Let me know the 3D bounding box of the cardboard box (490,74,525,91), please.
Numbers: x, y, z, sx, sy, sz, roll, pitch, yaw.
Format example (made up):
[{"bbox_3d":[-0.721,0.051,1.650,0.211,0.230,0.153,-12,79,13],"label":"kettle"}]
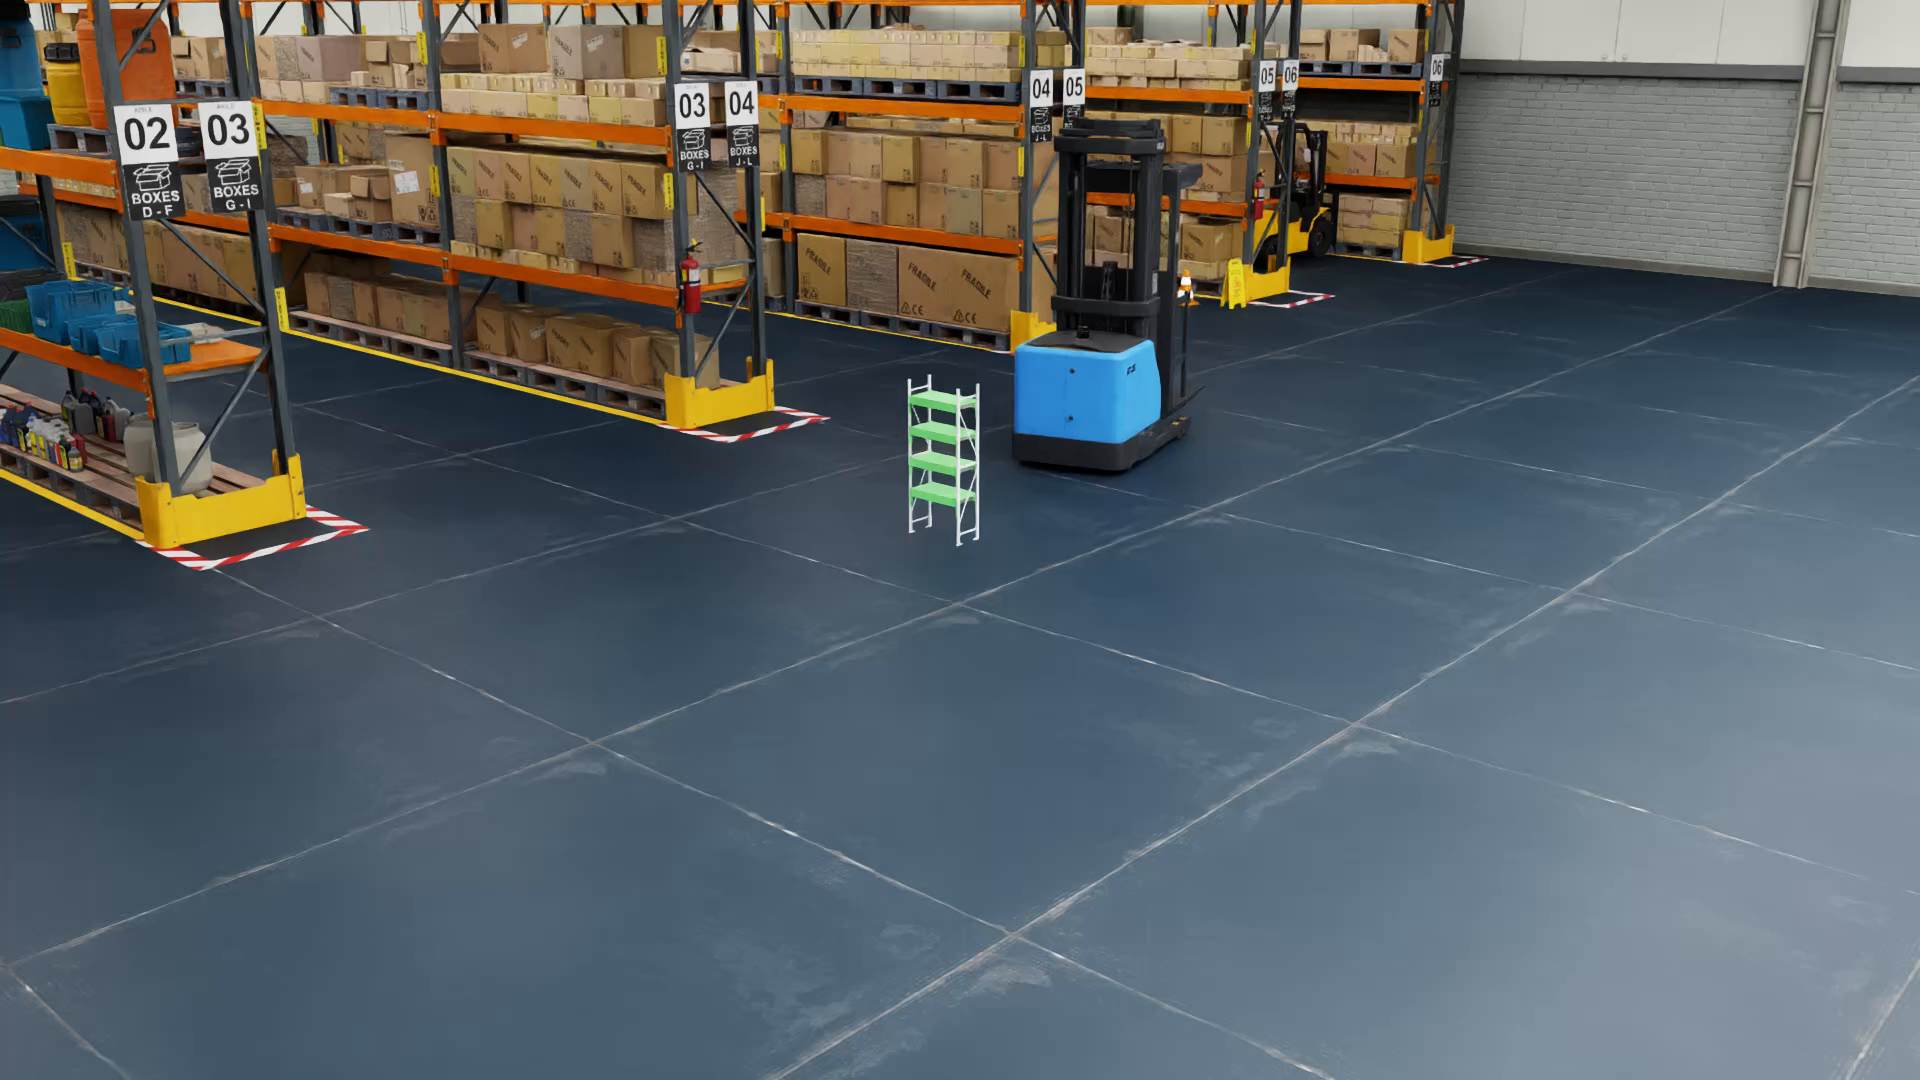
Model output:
[{"bbox_3d":[-4.611,-4.717,17.146,0.250,0.149,0.380,16,24,41],"label":"cardboard box"}]

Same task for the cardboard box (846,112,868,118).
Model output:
[{"bbox_3d":[-1.916,-7.164,28.410,0.500,0.500,0.500,14,22,37],"label":"cardboard box"}]

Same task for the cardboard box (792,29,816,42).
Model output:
[{"bbox_3d":[-1.881,-6.330,20.879,0.250,0.149,0.380,15,23,40],"label":"cardboard box"}]

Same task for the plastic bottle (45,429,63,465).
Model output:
[{"bbox_3d":[-7.530,-0.783,13.894,0.135,0.276,0.152,14,22,38],"label":"plastic bottle"}]

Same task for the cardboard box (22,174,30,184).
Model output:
[{"bbox_3d":[-14.224,-5.584,25.664,0.250,0.149,0.380,15,23,40],"label":"cardboard box"}]

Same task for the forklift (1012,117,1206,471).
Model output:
[{"bbox_3d":[1.541,-2.391,15.301,1.130,2.935,3.031,8,19,24],"label":"forklift"}]

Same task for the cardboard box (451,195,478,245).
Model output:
[{"bbox_3d":[-5.000,-3.526,18.105,0.500,0.500,0.875,15,23,39],"label":"cardboard box"}]

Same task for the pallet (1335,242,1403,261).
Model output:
[{"bbox_3d":[6.966,-4.818,27.445,1.213,0.211,1.003,15,23,39],"label":"pallet"}]

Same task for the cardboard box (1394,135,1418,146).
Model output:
[{"bbox_3d":[7.121,-6.366,26.476,0.250,0.149,0.380,15,23,40],"label":"cardboard box"}]

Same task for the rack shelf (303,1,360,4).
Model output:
[{"bbox_3d":[-9.407,-9.065,27.495,4.000,0.370,1.077,15,23,39],"label":"rack shelf"}]

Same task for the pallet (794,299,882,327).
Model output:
[{"bbox_3d":[-1.411,-3.043,21.851,1.213,0.211,1.003,15,23,39],"label":"pallet"}]

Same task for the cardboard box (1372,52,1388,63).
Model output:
[{"bbox_3d":[6.745,-7.659,26.383,0.250,0.149,0.380,14,22,38],"label":"cardboard box"}]

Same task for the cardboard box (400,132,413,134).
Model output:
[{"bbox_3d":[-8.848,-6.476,27.401,0.500,0.500,0.500,14,23,38],"label":"cardboard box"}]

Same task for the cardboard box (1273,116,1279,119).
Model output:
[{"bbox_3d":[5.381,-7.200,28.609,0.250,0.149,0.380,15,23,39],"label":"cardboard box"}]

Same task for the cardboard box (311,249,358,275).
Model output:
[{"bbox_3d":[-7.766,-3.492,20.821,0.500,0.250,0.500,16,24,41],"label":"cardboard box"}]

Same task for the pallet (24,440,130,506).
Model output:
[{"bbox_3d":[-7.192,-0.602,14.159,1.213,0.211,1.003,15,23,39],"label":"pallet"}]

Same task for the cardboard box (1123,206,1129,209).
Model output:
[{"bbox_3d":[3.038,-6.285,30.688,0.625,0.625,0.875,14,22,37],"label":"cardboard box"}]

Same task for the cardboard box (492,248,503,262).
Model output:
[{"bbox_3d":[-4.757,-3.065,17.725,0.250,0.149,0.380,15,23,39],"label":"cardboard box"}]

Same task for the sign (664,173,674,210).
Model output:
[{"bbox_3d":[-2.687,-3.218,15.358,0.005,0.325,0.100,15,23,39],"label":"sign"}]

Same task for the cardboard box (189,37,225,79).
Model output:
[{"bbox_3d":[-9.495,-6.181,21.310,0.500,0.500,0.500,17,24,42],"label":"cardboard box"}]

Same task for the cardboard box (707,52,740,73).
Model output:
[{"bbox_3d":[-2.997,-6.347,22.081,0.500,0.250,0.500,15,23,39],"label":"cardboard box"}]

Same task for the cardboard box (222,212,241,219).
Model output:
[{"bbox_3d":[-9.190,-4.436,21.465,0.500,0.500,0.500,15,23,39],"label":"cardboard box"}]

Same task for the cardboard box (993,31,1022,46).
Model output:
[{"bbox_3d":[0.587,-5.668,18.792,0.250,0.149,0.380,15,23,40],"label":"cardboard box"}]

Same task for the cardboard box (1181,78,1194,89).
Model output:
[{"bbox_3d":[3.292,-6.367,23.173,0.250,0.149,0.380,15,23,40],"label":"cardboard box"}]

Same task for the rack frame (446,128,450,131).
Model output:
[{"bbox_3d":[-7.911,-6.149,27.028,0.127,3.000,1.000,15,23,39],"label":"rack frame"}]

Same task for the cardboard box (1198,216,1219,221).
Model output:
[{"bbox_3d":[3.442,-4.460,24.317,0.500,0.500,0.500,14,22,37],"label":"cardboard box"}]

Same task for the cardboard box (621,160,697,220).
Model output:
[{"bbox_3d":[-2.879,-3.358,15.924,0.500,0.500,0.500,15,23,39],"label":"cardboard box"}]

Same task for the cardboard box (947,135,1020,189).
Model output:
[{"bbox_3d":[0.340,-4.498,19.794,0.550,0.550,0.875,15,23,39],"label":"cardboard box"}]

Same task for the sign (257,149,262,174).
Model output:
[{"bbox_3d":[-8.653,-4.669,20.452,0.005,0.325,0.100,15,23,39],"label":"sign"}]

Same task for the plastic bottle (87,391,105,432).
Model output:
[{"bbox_3d":[-7.767,-1.165,14.974,0.185,0.351,0.144,14,22,37],"label":"plastic bottle"}]

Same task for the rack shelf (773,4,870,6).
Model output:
[{"bbox_3d":[-2.905,-11.329,34.629,4.000,0.370,1.077,15,23,39],"label":"rack shelf"}]

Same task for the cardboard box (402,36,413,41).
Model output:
[{"bbox_3d":[-8.742,-8.027,26.748,0.250,0.149,0.380,15,23,39],"label":"cardboard box"}]

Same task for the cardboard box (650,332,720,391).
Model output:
[{"bbox_3d":[-2.760,-1.775,16.685,0.500,0.500,0.500,-13,22,-36],"label":"cardboard box"}]

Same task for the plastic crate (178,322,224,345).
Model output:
[{"bbox_3d":[-6.047,-1.644,13.268,0.250,0.136,0.298,15,23,39],"label":"plastic crate"}]

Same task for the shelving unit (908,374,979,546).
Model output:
[{"bbox_3d":[-0.124,-0.605,12.535,0.503,1.200,0.258,15,23,39],"label":"shelving unit"}]

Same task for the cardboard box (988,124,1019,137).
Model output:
[{"bbox_3d":[0.785,-6.113,25.564,0.500,0.500,0.500,15,23,38],"label":"cardboard box"}]

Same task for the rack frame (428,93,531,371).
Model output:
[{"bbox_3d":[-5.295,-3.441,18.494,0.127,3.000,1.000,15,23,39],"label":"rack frame"}]

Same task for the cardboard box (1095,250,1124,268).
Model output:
[{"bbox_3d":[2.350,-4.182,24.682,0.500,0.250,0.500,15,23,39],"label":"cardboard box"}]

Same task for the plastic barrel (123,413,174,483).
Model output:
[{"bbox_3d":[-6.509,-0.747,13.424,0.421,0.512,0.421,0,18,0],"label":"plastic barrel"}]

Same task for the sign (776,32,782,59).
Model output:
[{"bbox_3d":[-2.281,-6.244,20.994,0.005,0.325,0.100,15,23,39],"label":"sign"}]

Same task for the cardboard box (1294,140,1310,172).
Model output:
[{"bbox_3d":[5.875,-6.398,27.647,0.500,0.500,0.500,15,23,40],"label":"cardboard box"}]

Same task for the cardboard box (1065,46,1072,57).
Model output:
[{"bbox_3d":[1.707,-7.135,24.274,0.250,0.149,0.380,14,22,38],"label":"cardboard box"}]

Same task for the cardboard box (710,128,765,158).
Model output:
[{"bbox_3d":[-3.067,-5.369,22.754,0.500,0.500,0.700,15,23,40],"label":"cardboard box"}]

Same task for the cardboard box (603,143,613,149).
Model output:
[{"bbox_3d":[-5.140,-5.847,24.815,0.250,0.149,0.380,15,23,39],"label":"cardboard box"}]

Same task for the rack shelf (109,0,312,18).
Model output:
[{"bbox_3d":[-9.783,-6.971,21.552,4.000,0.370,1.077,15,23,39],"label":"rack shelf"}]

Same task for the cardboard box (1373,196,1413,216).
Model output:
[{"bbox_3d":[7.015,-5.391,26.840,0.500,0.250,0.500,16,24,41],"label":"cardboard box"}]

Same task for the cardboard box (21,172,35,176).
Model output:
[{"bbox_3d":[-14.091,-5.763,25.568,0.500,0.250,0.500,14,23,38],"label":"cardboard box"}]

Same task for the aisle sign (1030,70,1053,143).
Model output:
[{"bbox_3d":[0.918,-4.896,18.784,0.004,0.787,0.394,15,23,39],"label":"aisle sign"}]

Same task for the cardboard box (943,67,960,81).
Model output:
[{"bbox_3d":[0.021,-5.440,19.392,0.250,0.149,0.380,15,23,40],"label":"cardboard box"}]

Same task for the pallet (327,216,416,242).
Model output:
[{"bbox_3d":[-6.779,-3.764,19.831,1.213,0.211,1.003,15,23,39],"label":"pallet"}]

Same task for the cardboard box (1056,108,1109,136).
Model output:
[{"bbox_3d":[1.835,-6.104,24.576,0.500,0.500,0.700,15,23,40],"label":"cardboard box"}]

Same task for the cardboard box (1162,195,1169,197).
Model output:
[{"bbox_3d":[3.101,-4.997,23.813,0.250,0.149,0.380,15,23,40],"label":"cardboard box"}]

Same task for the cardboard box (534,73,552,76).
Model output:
[{"bbox_3d":[-4.253,-4.834,17.516,0.250,0.149,0.380,14,22,38],"label":"cardboard box"}]

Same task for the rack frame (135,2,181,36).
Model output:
[{"bbox_3d":[-11.279,-7.906,22.648,0.127,3.000,1.000,15,23,39],"label":"rack frame"}]
